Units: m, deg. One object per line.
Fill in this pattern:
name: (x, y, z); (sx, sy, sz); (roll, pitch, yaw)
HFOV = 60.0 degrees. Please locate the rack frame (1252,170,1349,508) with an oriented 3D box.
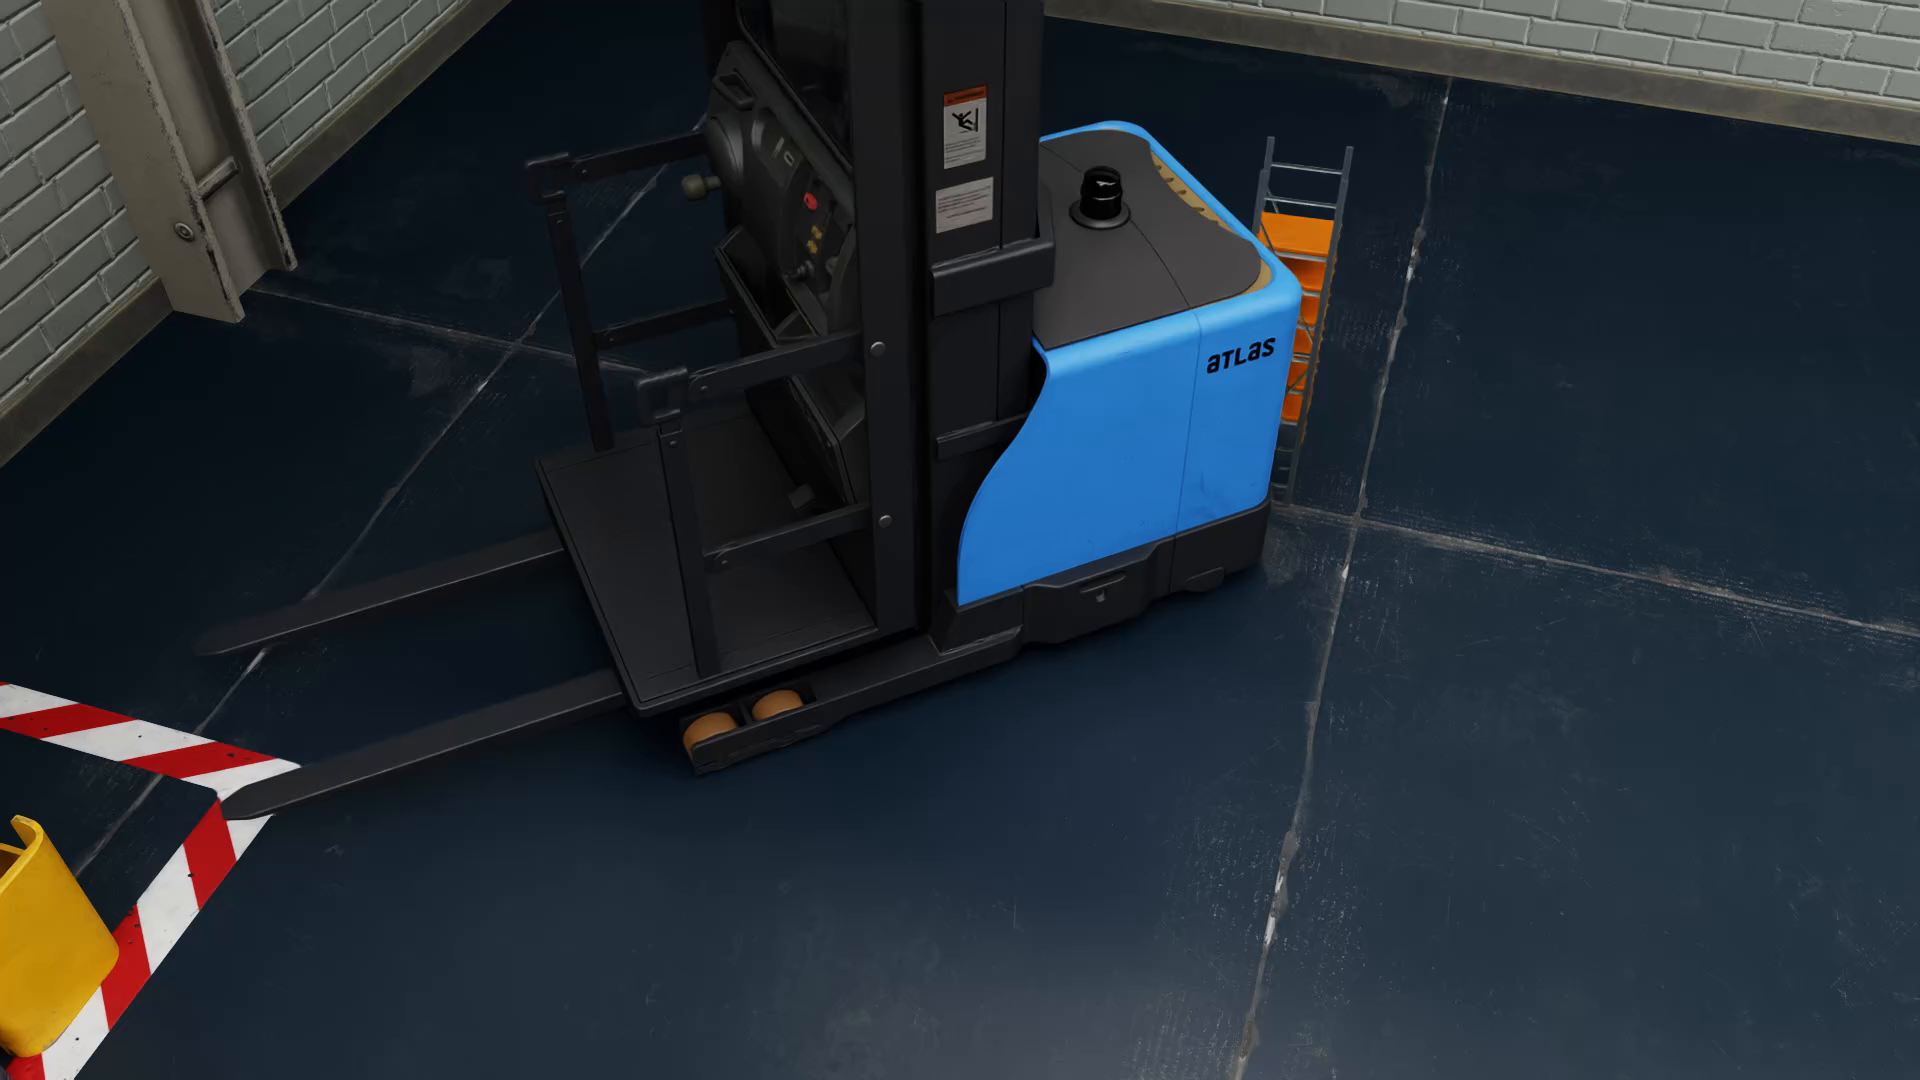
rack frame: (0.944, -0.561, 4.960); (0.240, 1.200, 0.006); (10, 44, 10)

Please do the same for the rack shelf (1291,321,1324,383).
rack shelf: (0.966, -0.590, 5.055); (0.258, 0.103, 0.180); (10, 44, 10)

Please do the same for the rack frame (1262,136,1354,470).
rack frame: (0.988, -0.683, 5.089); (0.240, 1.200, 0.006); (10, 44, 10)

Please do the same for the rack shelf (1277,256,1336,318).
rack shelf: (0.965, -0.764, 4.890); (0.258, 0.103, 0.180); (10, 44, 10)

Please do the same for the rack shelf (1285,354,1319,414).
rack shelf: (0.966, -0.503, 5.138); (0.258, 0.103, 0.180); (10, 44, 10)

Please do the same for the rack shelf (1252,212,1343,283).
rack shelf: (0.965, -0.852, 4.808); (0.258, 0.103, 0.180); (10, 44, 10)

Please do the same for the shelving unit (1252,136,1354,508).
shelving unit: (0.966, -0.622, 5.025); (0.258, 1.200, 0.189); (10, 44, 10)

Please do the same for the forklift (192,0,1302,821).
forklift: (-0.628, -0.834, 4.007); (3.031, 2.935, 1.130); (-18, 47, -17)

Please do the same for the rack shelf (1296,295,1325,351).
rack shelf: (0.966, -0.677, 4.973); (0.258, 0.103, 0.180); (10, 44, 10)

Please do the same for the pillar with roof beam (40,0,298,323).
pillar with roof beam: (1.383, -3.258, 2.145); (9.100, 9.000, 0.400); (13, 46, 13)

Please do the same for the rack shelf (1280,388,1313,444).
rack shelf: (0.967, -0.416, 5.220); (0.258, 0.103, 0.180); (10, 44, 10)

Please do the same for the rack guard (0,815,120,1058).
rack guard: (-2.706, 0.835, 4.039); (1.175, 0.500, 0.348); (13, 46, 13)
